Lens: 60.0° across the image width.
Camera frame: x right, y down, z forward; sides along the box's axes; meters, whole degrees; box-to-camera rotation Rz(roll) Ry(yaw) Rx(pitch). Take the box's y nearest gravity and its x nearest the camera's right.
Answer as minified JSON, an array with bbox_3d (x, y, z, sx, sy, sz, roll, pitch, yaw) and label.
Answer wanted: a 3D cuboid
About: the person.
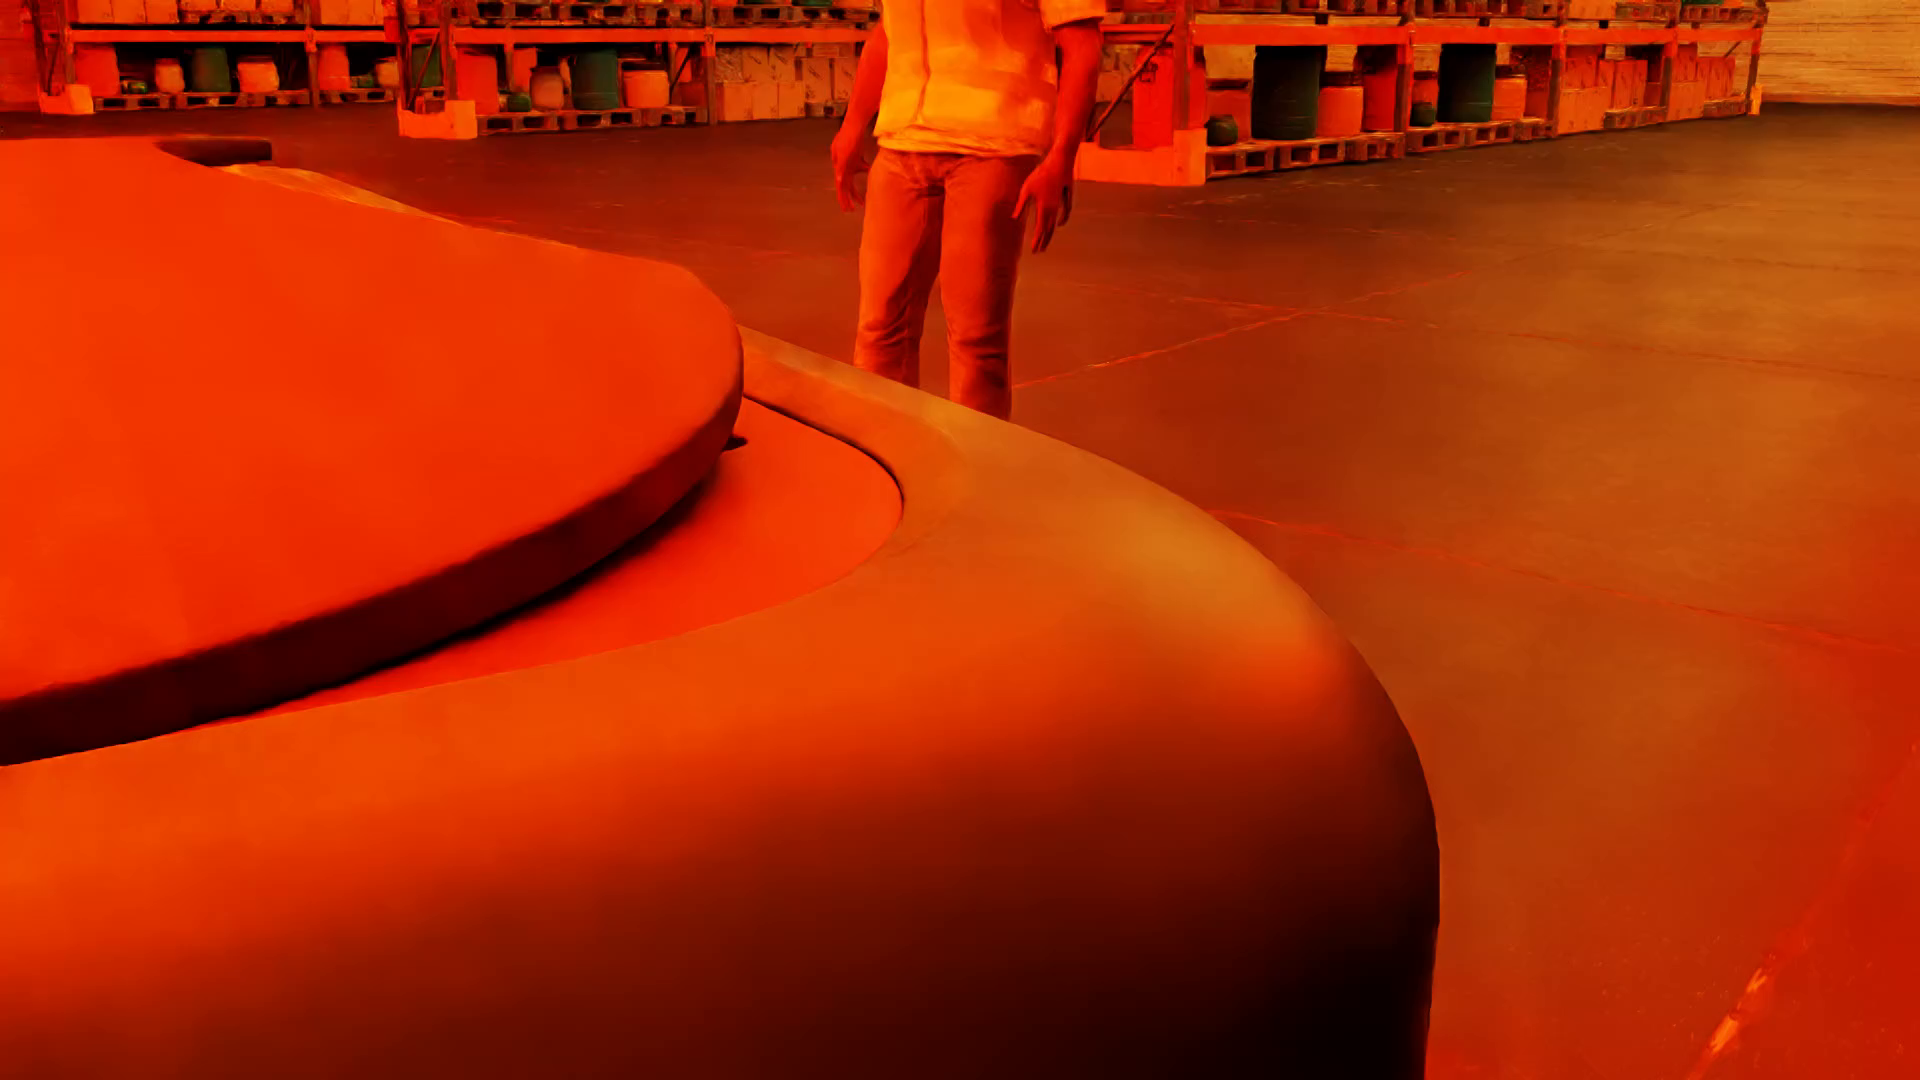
[{"bbox_3d":[-0.049,-0.837,3.635,0.665,1.766,0.576,13,21,37],"label":"person"}]
